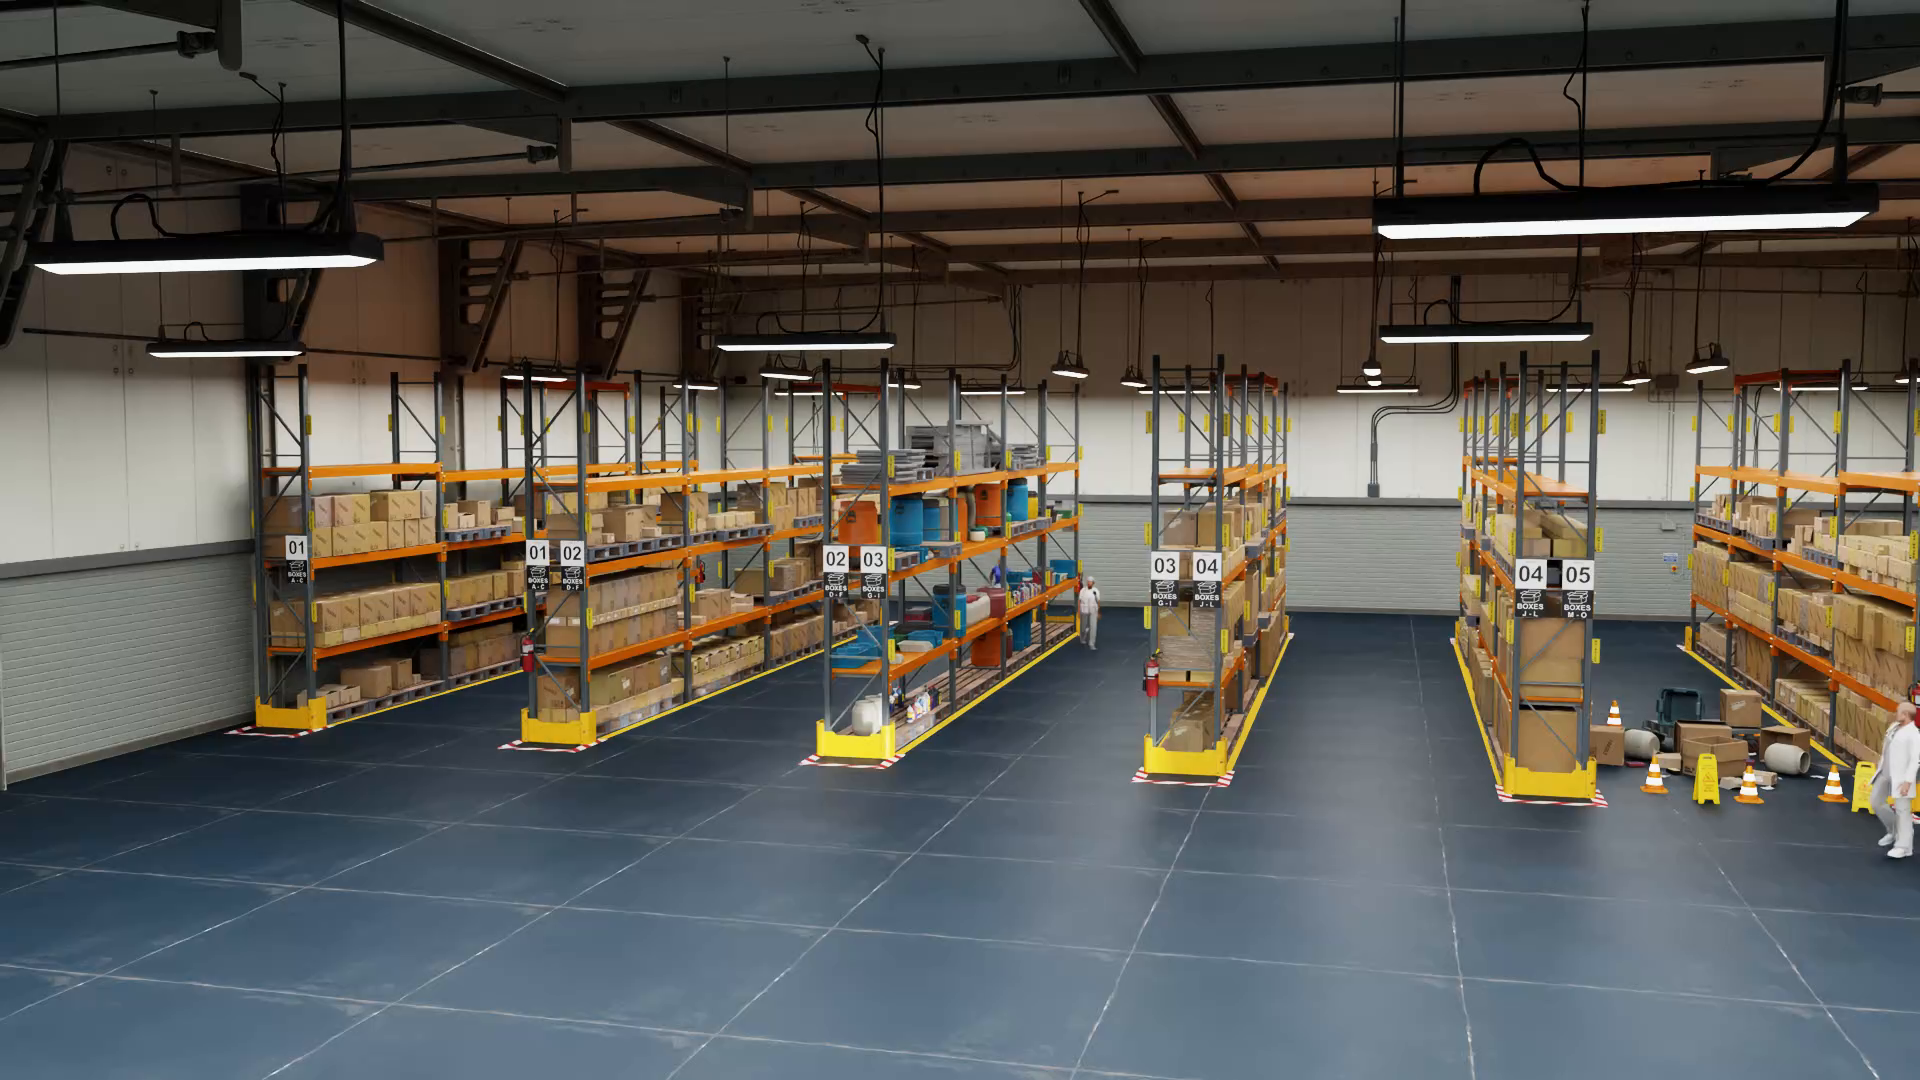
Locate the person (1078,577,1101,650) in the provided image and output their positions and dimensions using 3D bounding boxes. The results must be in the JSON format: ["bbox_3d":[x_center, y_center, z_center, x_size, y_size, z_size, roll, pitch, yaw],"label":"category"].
[{"bbox_3d":[2.899,1.619,37.237,0.535,1.614,0.881,0,4,2],"label":"person"}]

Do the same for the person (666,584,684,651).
[{"bbox_3d":[-5.893,1.756,34.396,0.617,1.821,0.441,-2,5,-31],"label":"person"}]

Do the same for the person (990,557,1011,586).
[{"bbox_3d":[1.035,1.241,42.282,0.621,1.630,0.943,1,4,12],"label":"person"}]

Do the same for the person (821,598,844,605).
[{"bbox_3d":[-3.347,1.092,44.299,0.609,1.694,0.748,-3,5,-41],"label":"person"}]

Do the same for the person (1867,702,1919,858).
[{"bbox_3d":[10.946,2.765,19.415,0.552,1.778,0.662,-1,4,-11],"label":"person"}]
